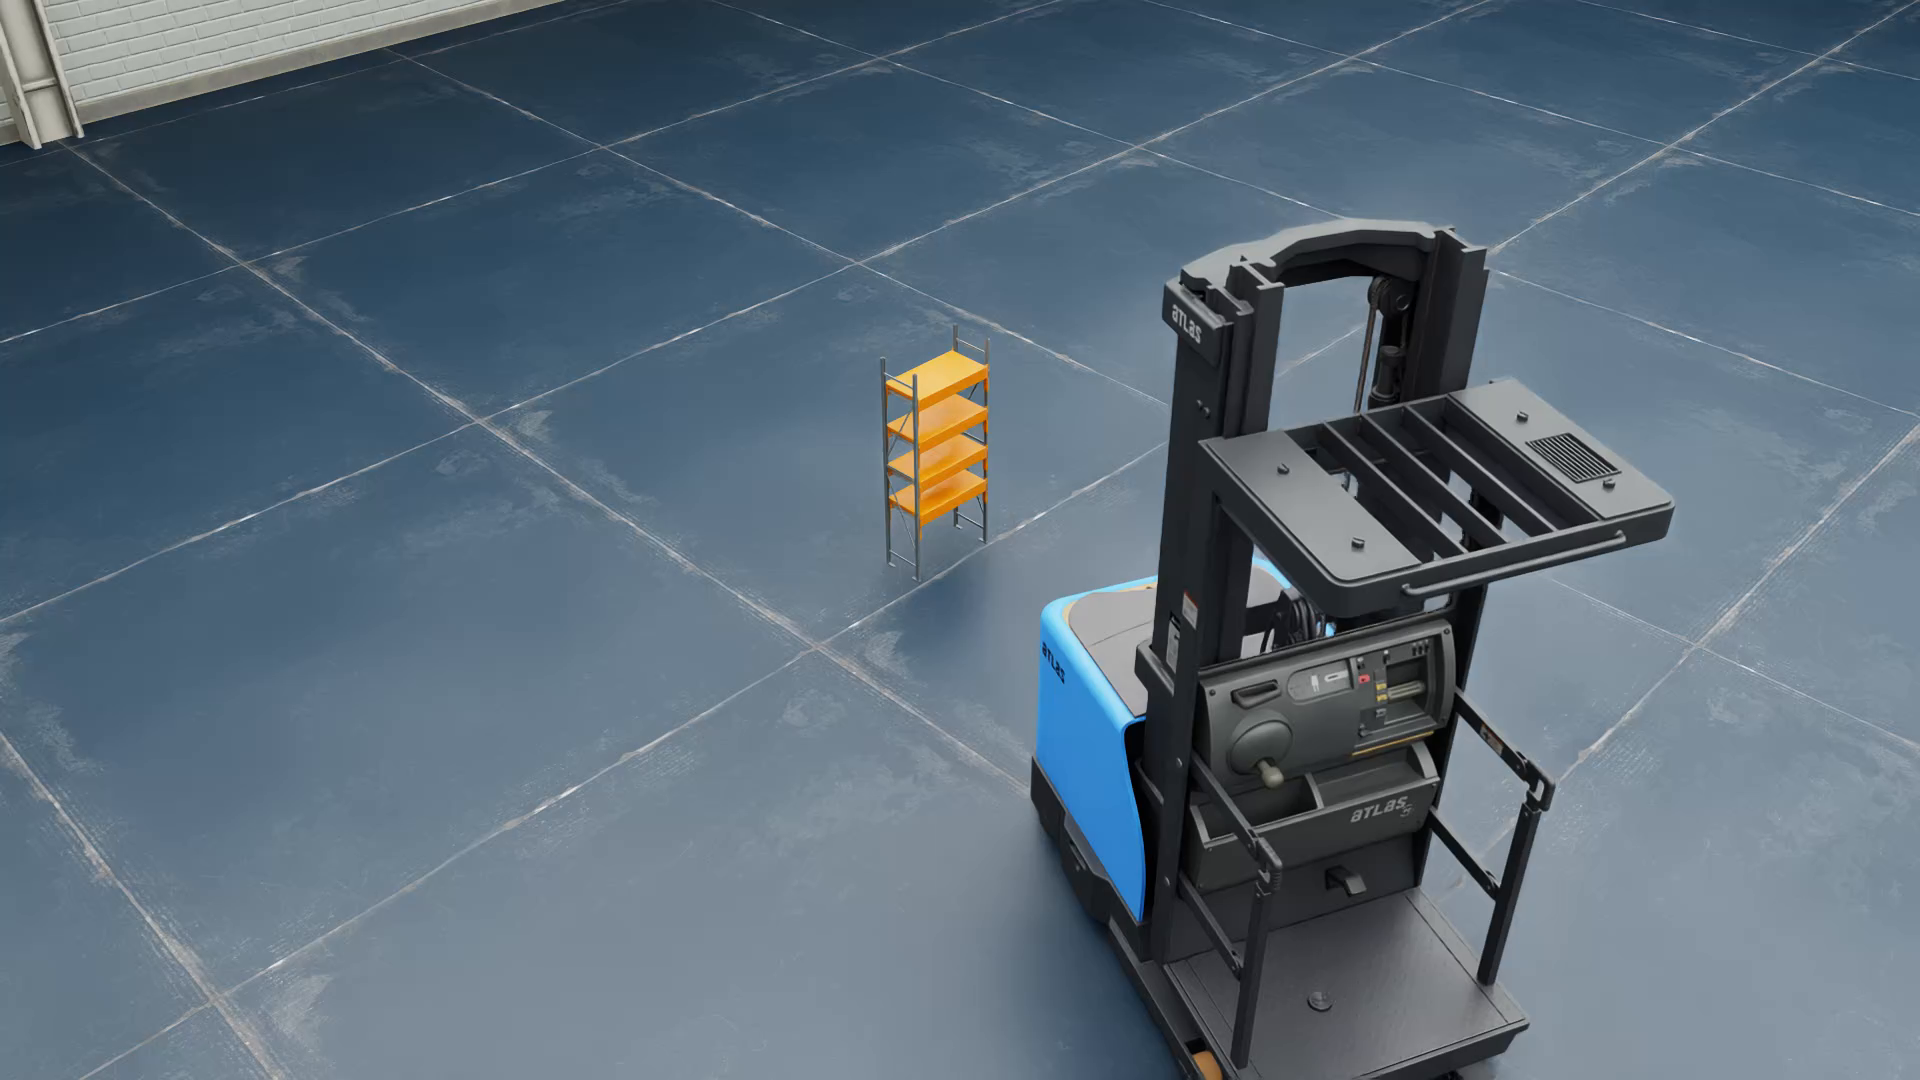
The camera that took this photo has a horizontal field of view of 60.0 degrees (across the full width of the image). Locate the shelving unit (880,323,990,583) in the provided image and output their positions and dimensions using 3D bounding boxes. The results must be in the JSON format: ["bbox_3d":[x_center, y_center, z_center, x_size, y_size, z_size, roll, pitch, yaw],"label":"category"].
[{"bbox_3d":[-0.117,-0.425,8.301,0.258,1.200,0.503,30,45,35],"label":"shelving unit"}]

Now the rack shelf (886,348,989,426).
[{"bbox_3d":[-0.117,-0.747,8.076,0.258,0.148,0.480,30,45,35],"label":"rack shelf"}]

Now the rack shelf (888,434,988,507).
[{"bbox_3d":[-0.117,-0.370,8.340,0.258,0.148,0.480,30,45,35],"label":"rack shelf"}]

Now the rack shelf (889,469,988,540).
[{"bbox_3d":[-0.117,-0.207,8.453,0.258,0.148,0.480,30,45,35],"label":"rack shelf"}]

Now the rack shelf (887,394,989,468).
[{"bbox_3d":[-0.117,-0.553,8.212,0.258,0.148,0.480,30,45,35],"label":"rack shelf"}]

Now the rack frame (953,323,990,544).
[{"bbox_3d":[0.055,-0.524,8.443,0.240,1.200,0.015,30,45,35],"label":"rack frame"}]

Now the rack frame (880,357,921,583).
[{"bbox_3d":[-0.289,-0.326,8.159,0.240,1.200,0.015,30,45,35],"label":"rack frame"}]

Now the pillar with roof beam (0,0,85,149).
[{"bbox_3d":[-4.249,-5.193,8.321,9.100,9.000,0.400,30,45,35],"label":"pillar with roof beam"}]

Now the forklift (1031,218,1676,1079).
[{"bbox_3d":[1.301,0.608,5.306,1.130,2.935,3.031,-12,37,-17],"label":"forklift"}]
